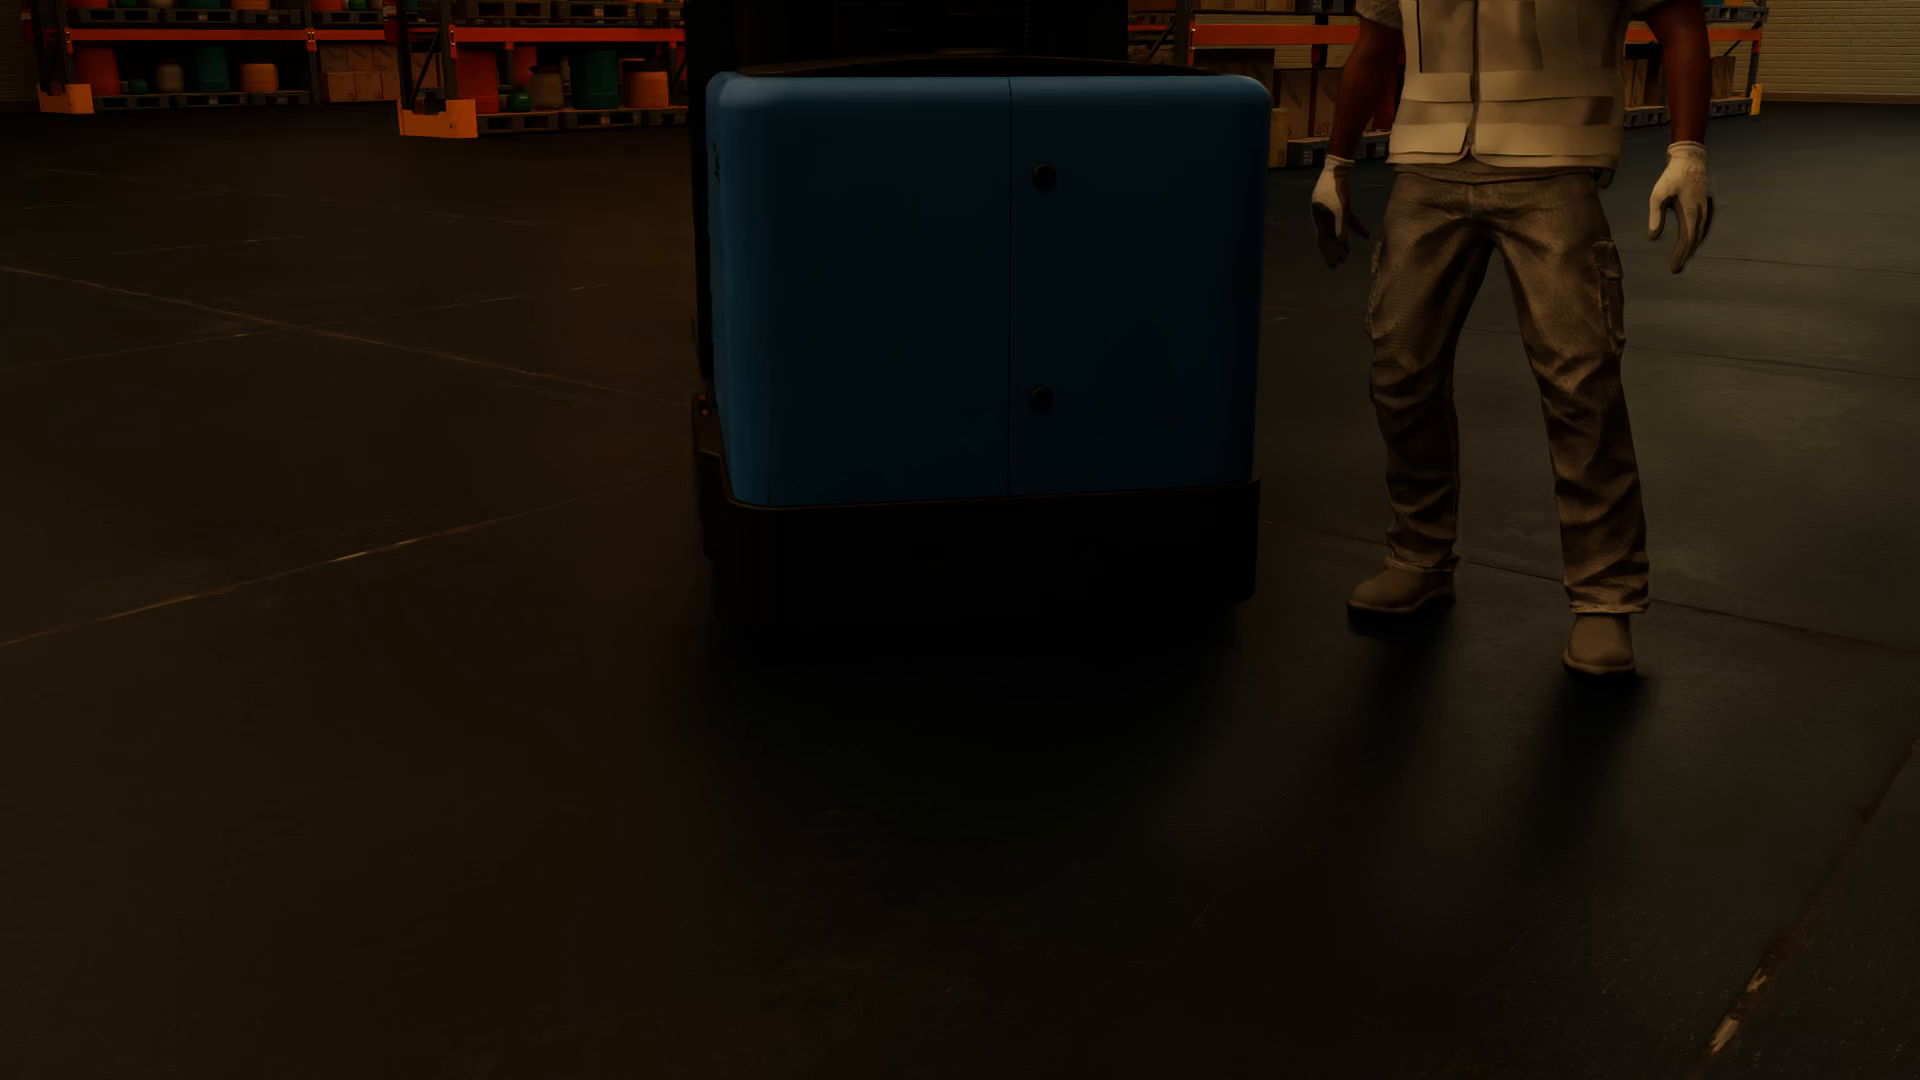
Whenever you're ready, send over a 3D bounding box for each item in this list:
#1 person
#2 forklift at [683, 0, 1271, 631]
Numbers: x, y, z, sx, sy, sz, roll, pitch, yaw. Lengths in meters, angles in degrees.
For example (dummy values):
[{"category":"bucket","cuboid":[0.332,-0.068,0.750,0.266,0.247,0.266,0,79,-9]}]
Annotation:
[{"category":"person","cuboid":[1.018,-0.676,3.146,0.795,1.759,0.417,12,21,35]},{"category":"forklift","cuboid":[-0.172,-1.616,4.219,1.130,2.935,3.031,-3,17,-10]}]
